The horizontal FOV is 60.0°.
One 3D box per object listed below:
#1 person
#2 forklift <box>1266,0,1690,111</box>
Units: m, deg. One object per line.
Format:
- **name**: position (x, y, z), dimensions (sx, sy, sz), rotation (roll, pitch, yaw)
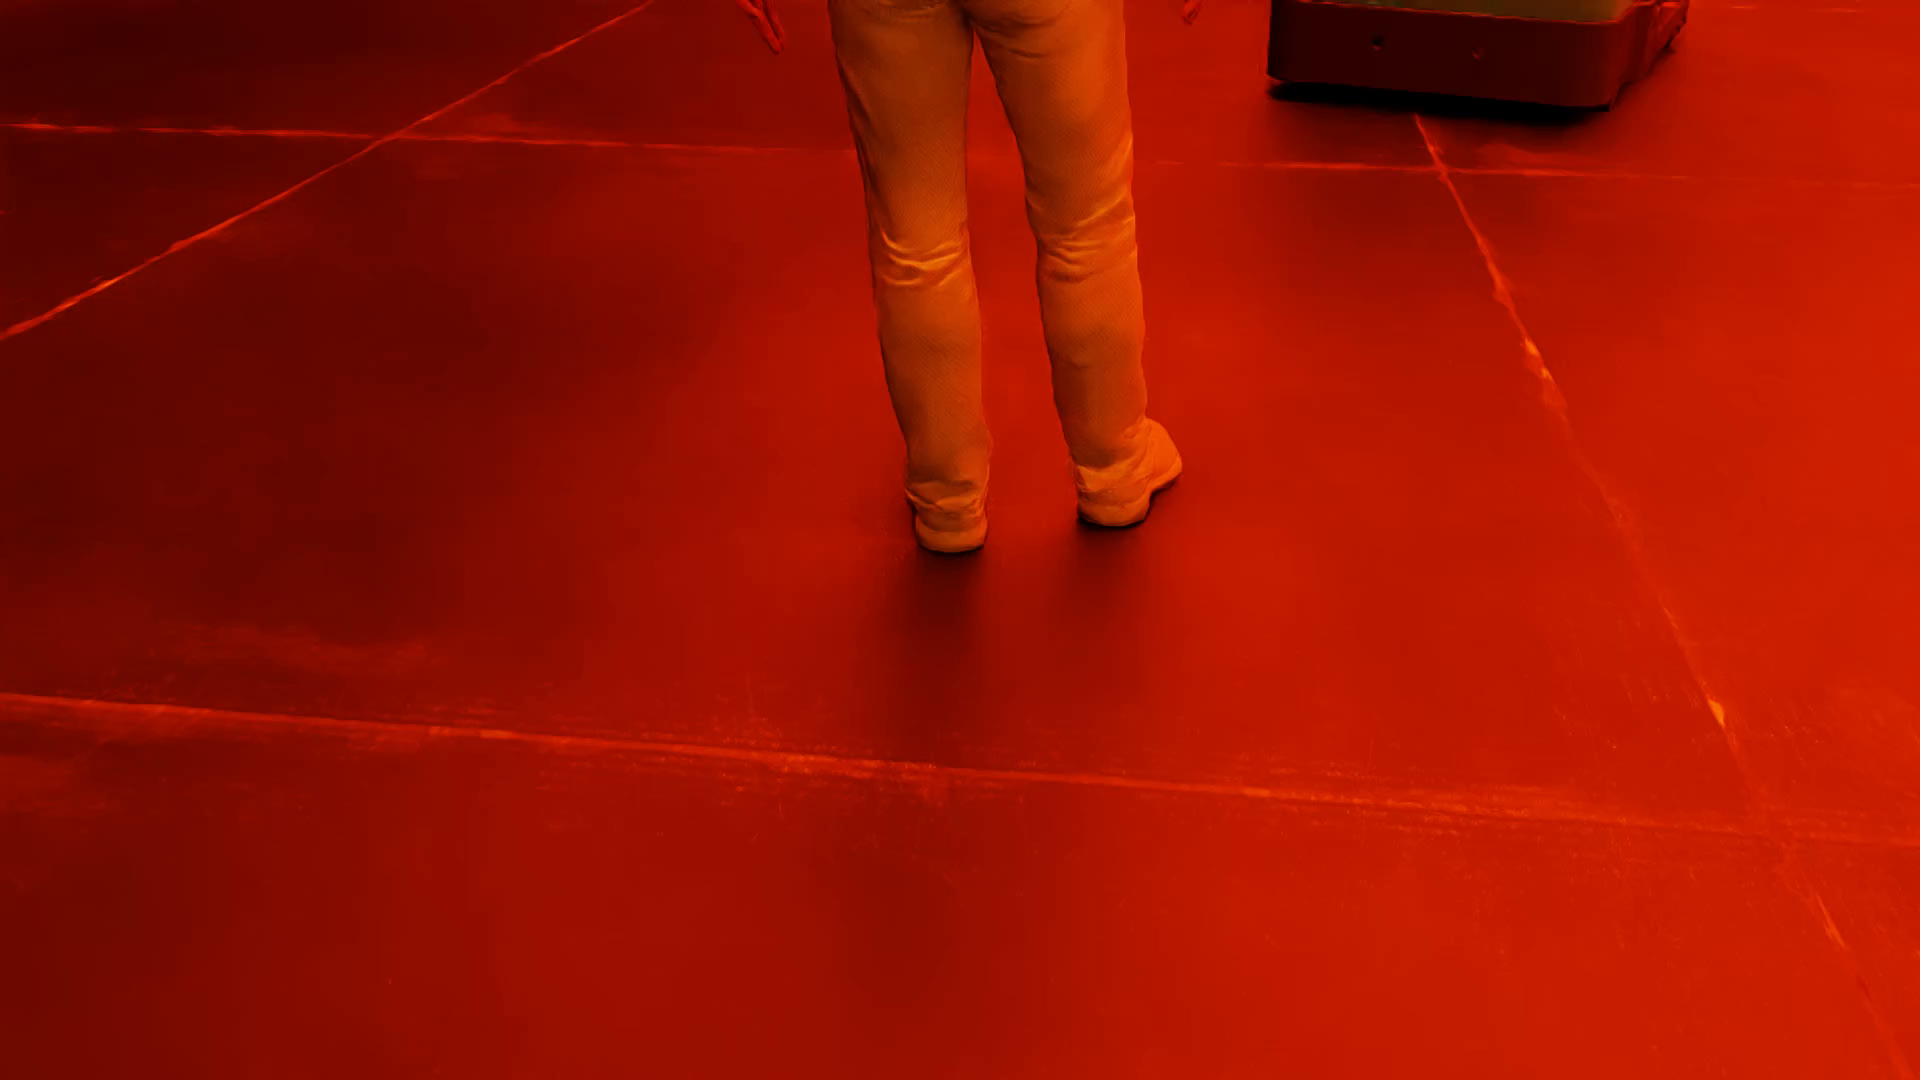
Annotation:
- **person**: position (0.014, -0.827, 2.164), dimensions (0.665, 1.766, 0.576), rotation (3, 27, 7)
- **forklift**: position (2.113, -3.214, 5.659), dimensions (1.130, 2.935, 3.031), rotation (13, 29, 24)
